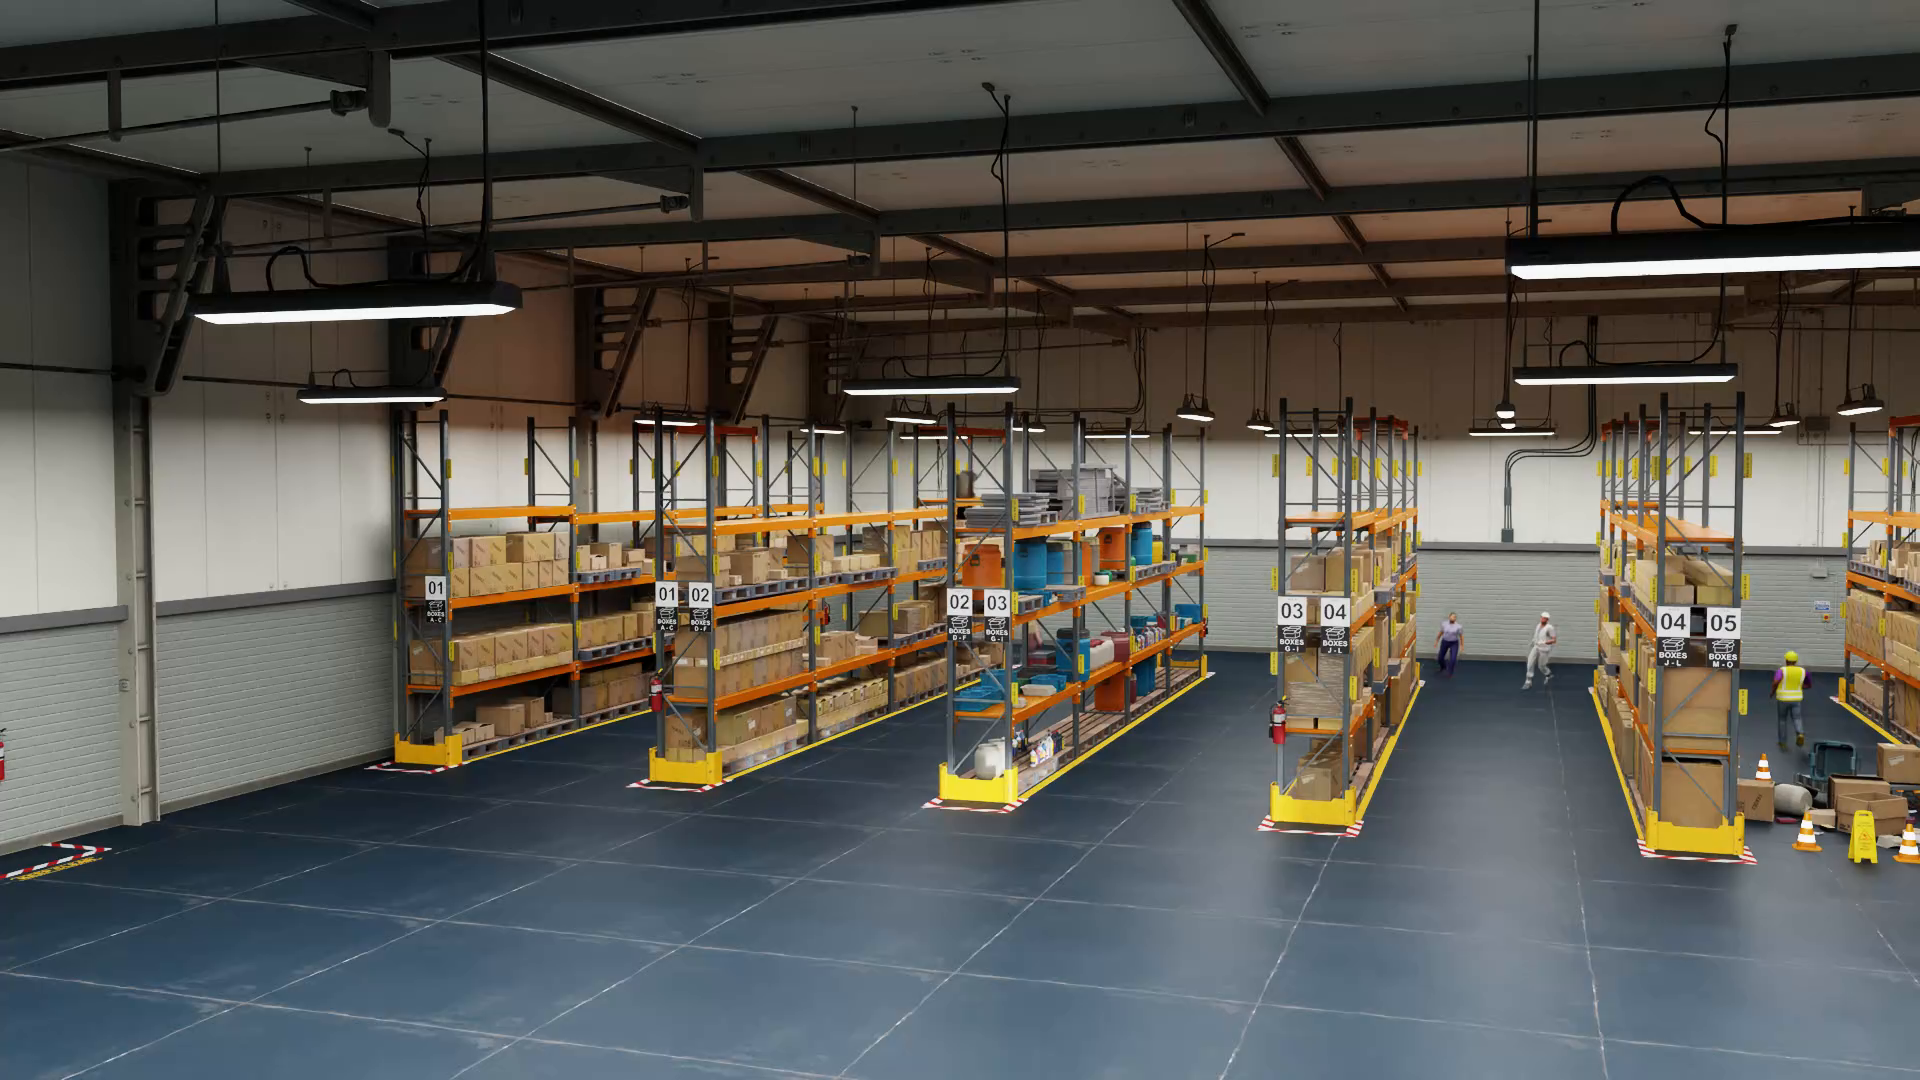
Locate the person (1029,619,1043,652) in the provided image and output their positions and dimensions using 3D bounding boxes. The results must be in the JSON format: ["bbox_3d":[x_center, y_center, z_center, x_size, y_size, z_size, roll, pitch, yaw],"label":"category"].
[{"bbox_3d":[1.821,2.372,42.219,0.562,1.674,0.724,-1,3,-21],"label":"person"}]

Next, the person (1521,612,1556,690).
[{"bbox_3d":[13.245,2.512,37.707,0.918,1.780,0.702,-1,3,-29],"label":"person"}]

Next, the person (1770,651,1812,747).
[{"bbox_3d":[14.795,2.850,29.623,0.700,1.748,0.931,1,3,12],"label":"person"}]

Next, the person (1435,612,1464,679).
[{"bbox_3d":[11.711,2.507,39.797,0.677,1.576,0.661,1,3,19],"label":"person"}]
